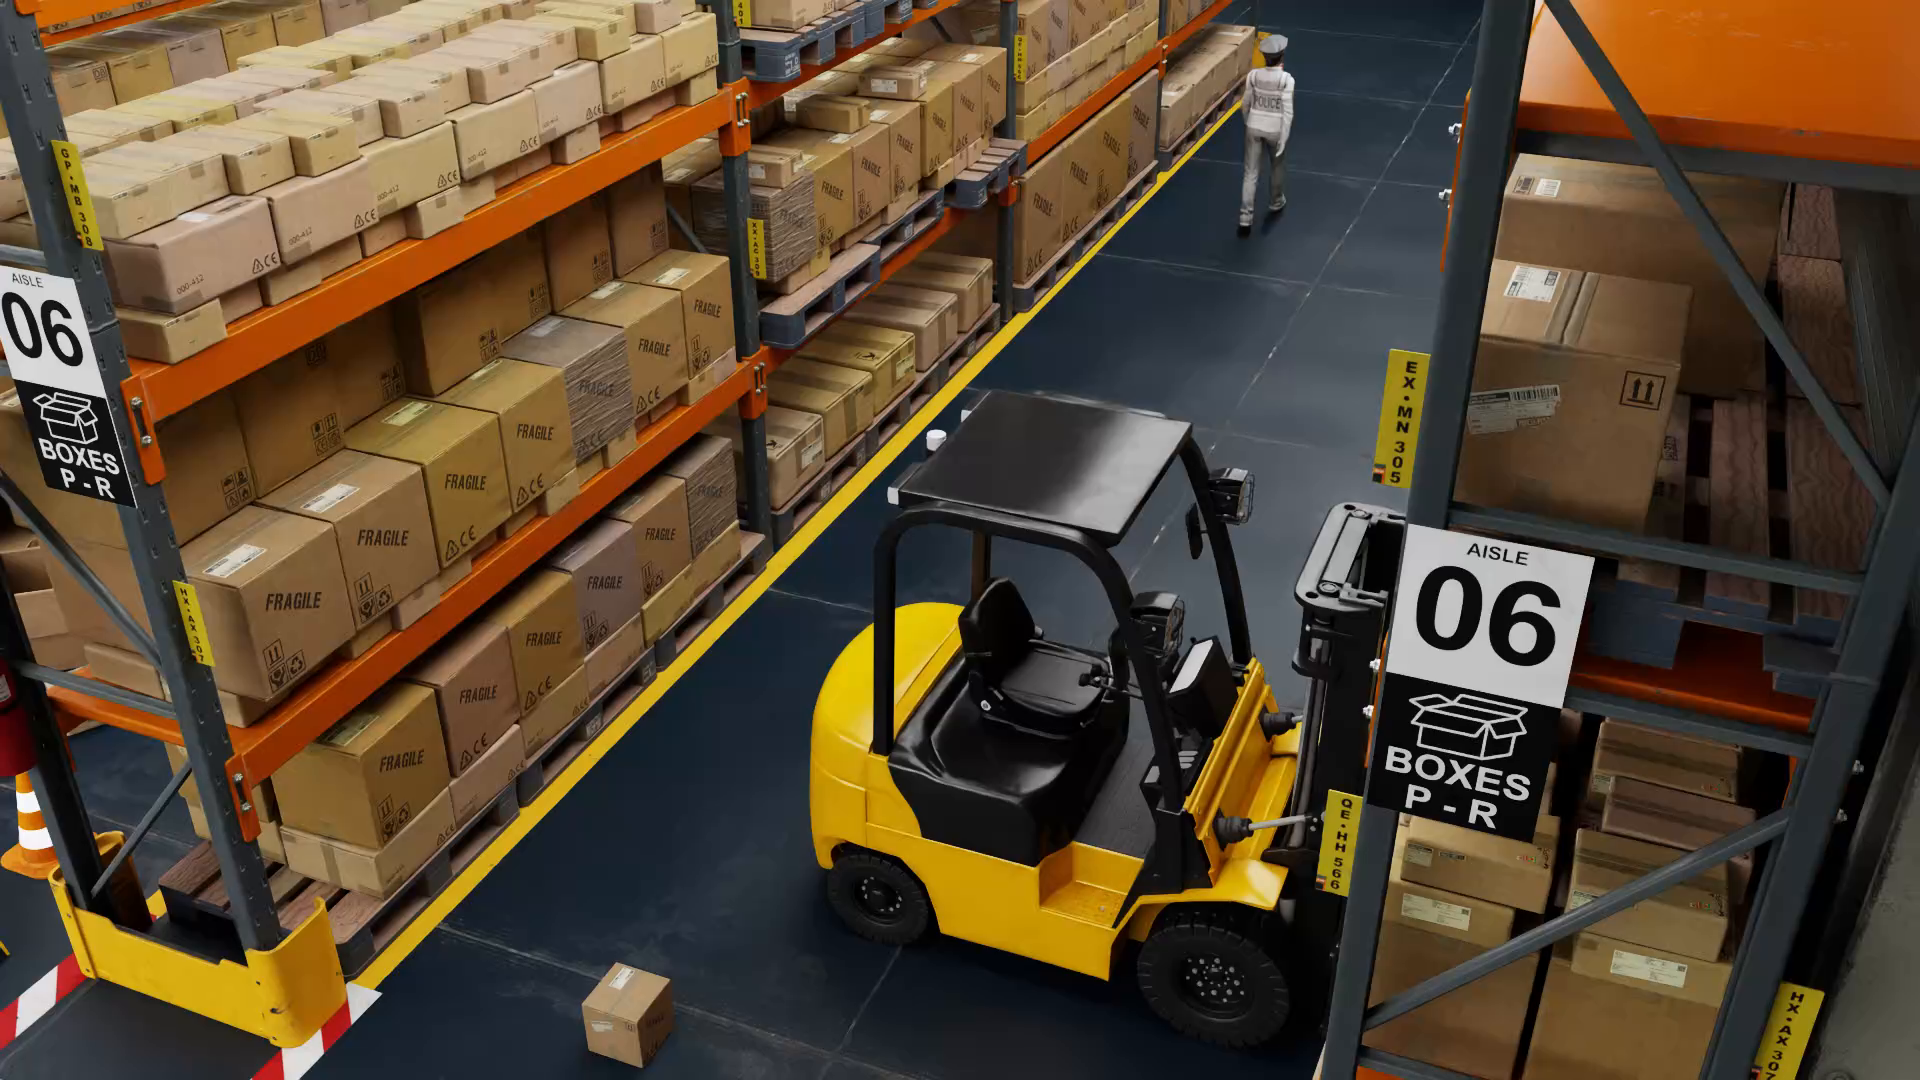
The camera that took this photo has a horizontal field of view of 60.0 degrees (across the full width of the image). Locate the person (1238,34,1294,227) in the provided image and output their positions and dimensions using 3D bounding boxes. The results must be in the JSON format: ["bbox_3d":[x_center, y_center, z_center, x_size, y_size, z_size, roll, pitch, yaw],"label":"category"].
[{"bbox_3d":[2.711,-3.646,14.713,0.494,1.634,1.007,10,31,17],"label":"person"}]
